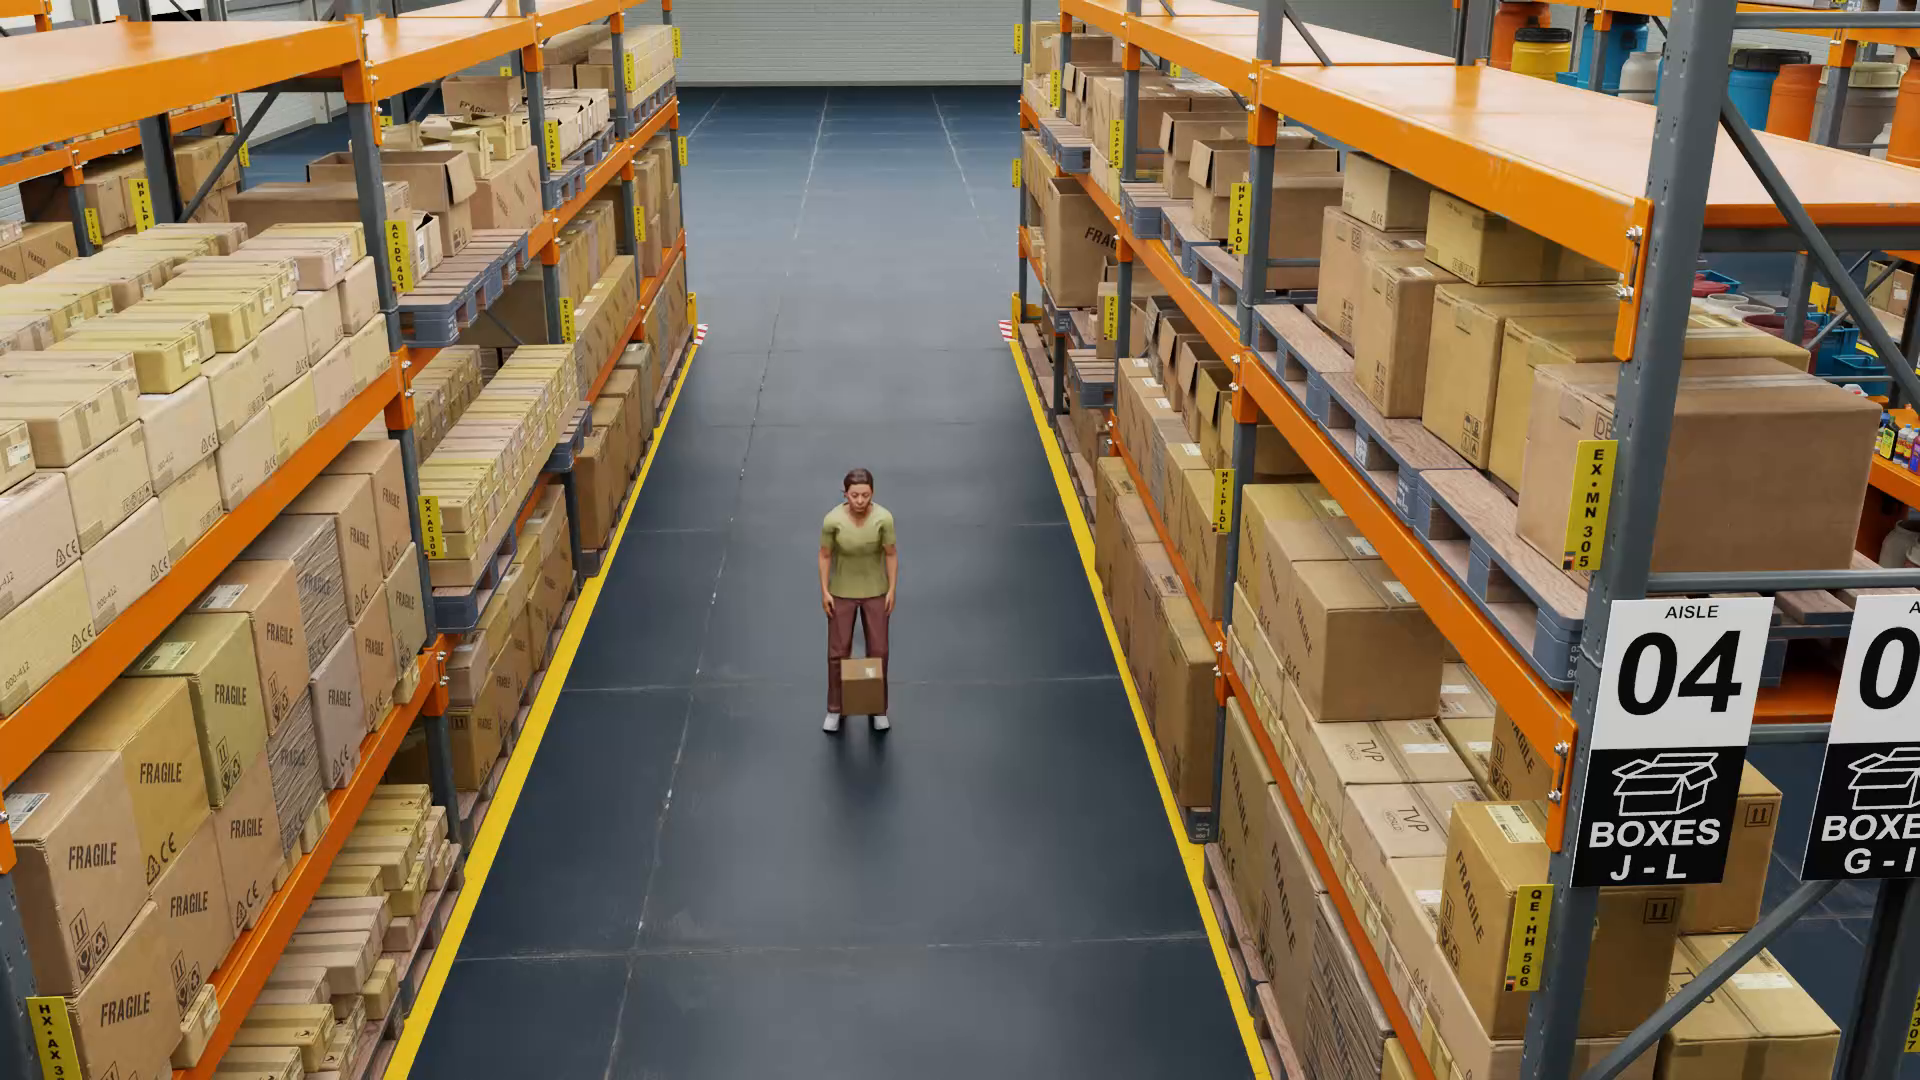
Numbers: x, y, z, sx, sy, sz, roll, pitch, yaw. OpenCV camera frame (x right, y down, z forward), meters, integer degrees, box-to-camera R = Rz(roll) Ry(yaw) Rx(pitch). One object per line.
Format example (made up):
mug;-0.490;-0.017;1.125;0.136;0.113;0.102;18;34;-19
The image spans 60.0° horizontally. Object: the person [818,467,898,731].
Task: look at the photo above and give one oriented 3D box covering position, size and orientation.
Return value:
person;-0.615;0.349;10.143;0.486;1.674;0.365;-2;21;-5
